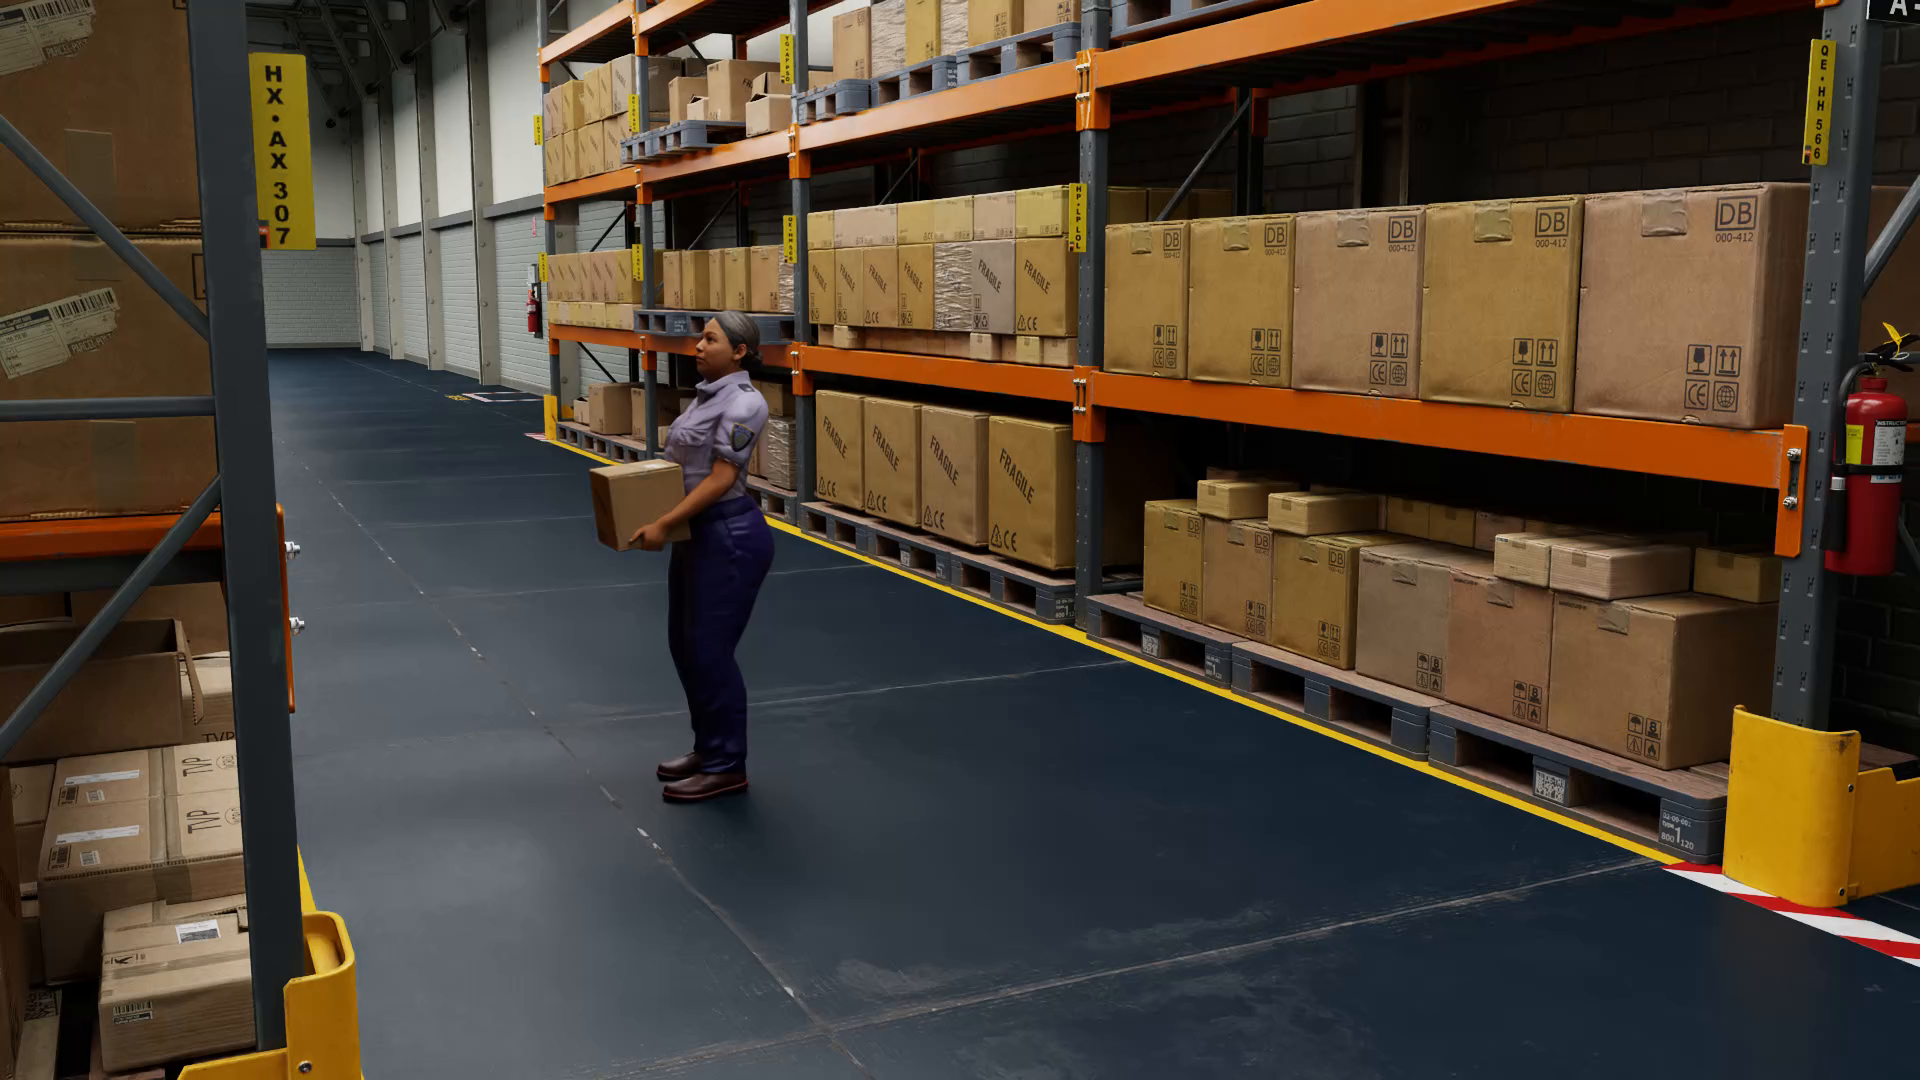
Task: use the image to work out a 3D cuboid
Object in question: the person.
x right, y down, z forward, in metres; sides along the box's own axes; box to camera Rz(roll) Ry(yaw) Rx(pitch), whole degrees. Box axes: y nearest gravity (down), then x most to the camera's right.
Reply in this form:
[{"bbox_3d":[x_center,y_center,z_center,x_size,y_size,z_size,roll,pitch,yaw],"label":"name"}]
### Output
[{"bbox_3d":[-0.899,0.045,5.636,0.515,1.634,0.452,-4,10,-26],"label":"person"}]
